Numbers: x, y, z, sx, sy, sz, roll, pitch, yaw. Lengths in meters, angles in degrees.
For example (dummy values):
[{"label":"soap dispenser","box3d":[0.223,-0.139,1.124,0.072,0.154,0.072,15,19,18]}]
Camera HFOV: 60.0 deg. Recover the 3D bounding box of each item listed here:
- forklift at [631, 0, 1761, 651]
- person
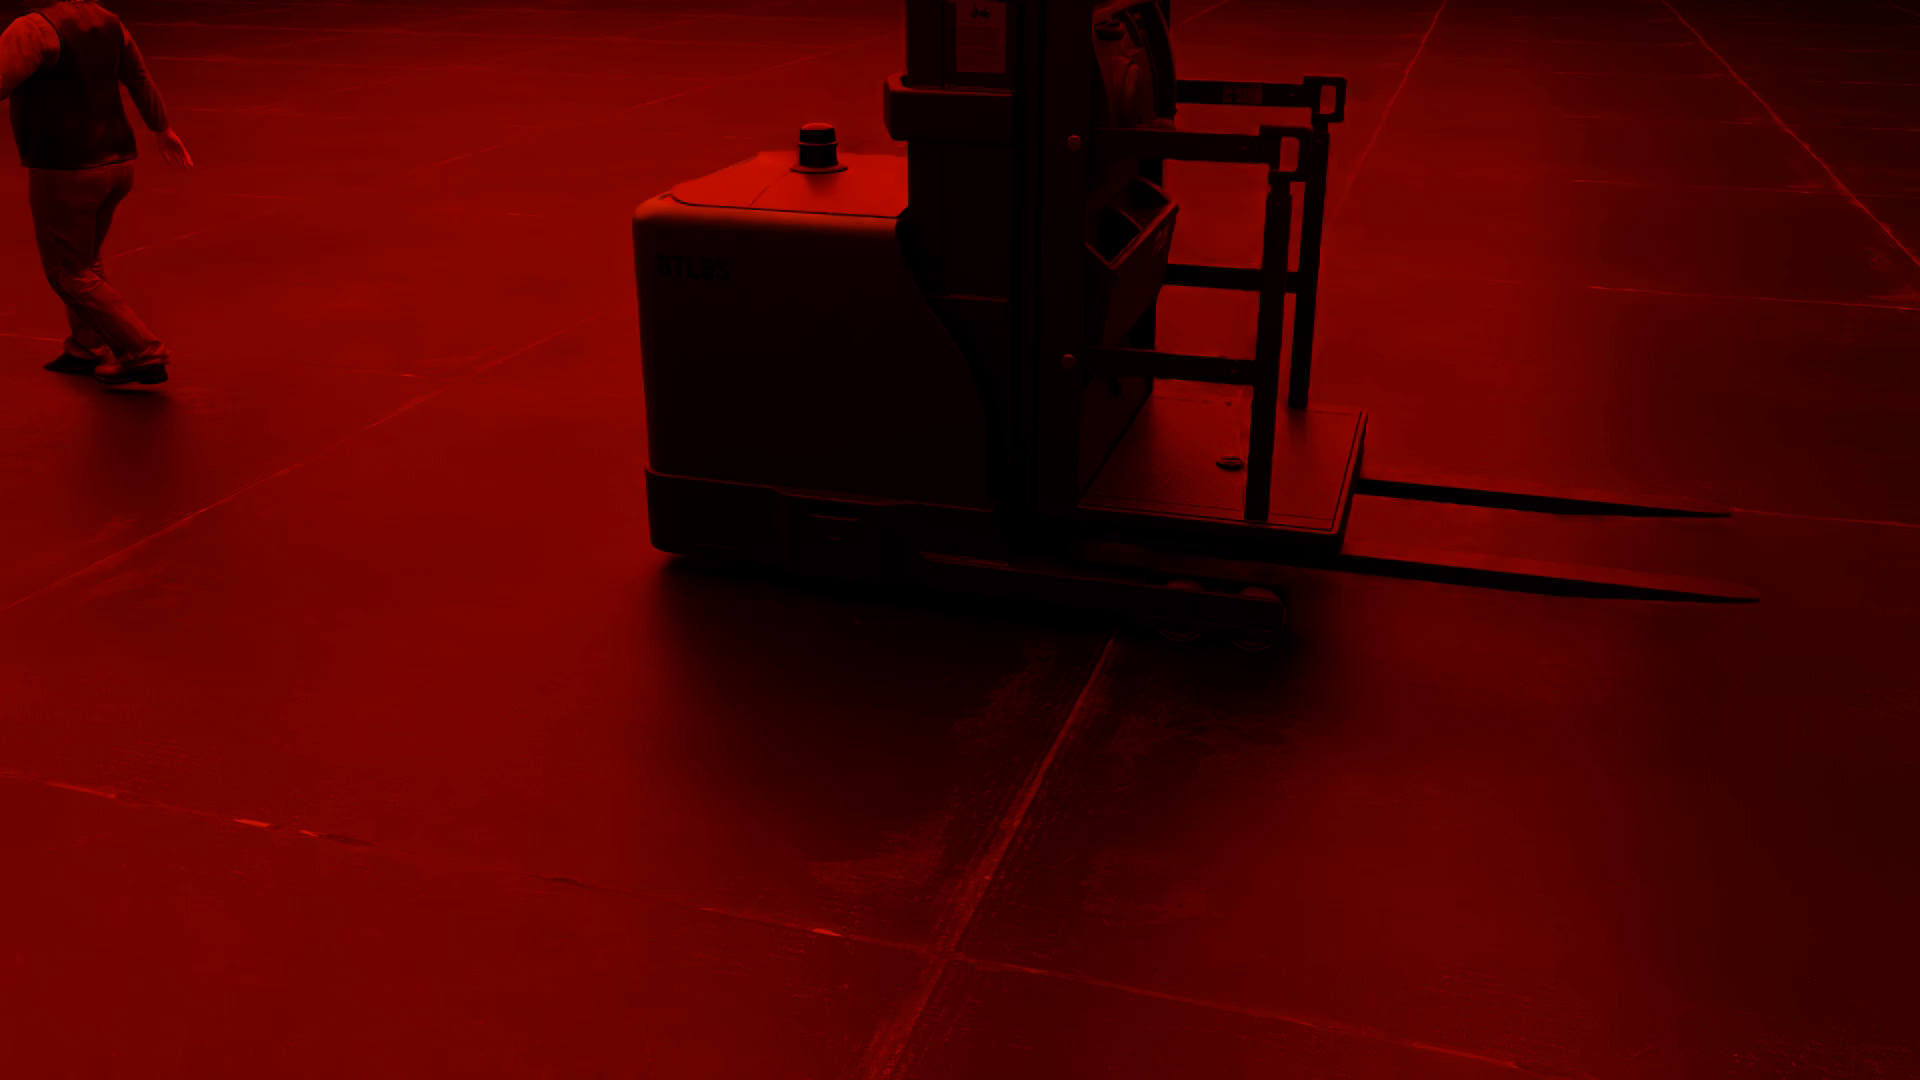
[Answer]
[{"label":"forklift","box3d":[0.656,-1.287,4.397,3.031,2.935,1.130,7,23,15]},{"label":"person","box3d":[-3.428,-1.420,6.379,0.718,1.712,0.967,4,23,9]}]
